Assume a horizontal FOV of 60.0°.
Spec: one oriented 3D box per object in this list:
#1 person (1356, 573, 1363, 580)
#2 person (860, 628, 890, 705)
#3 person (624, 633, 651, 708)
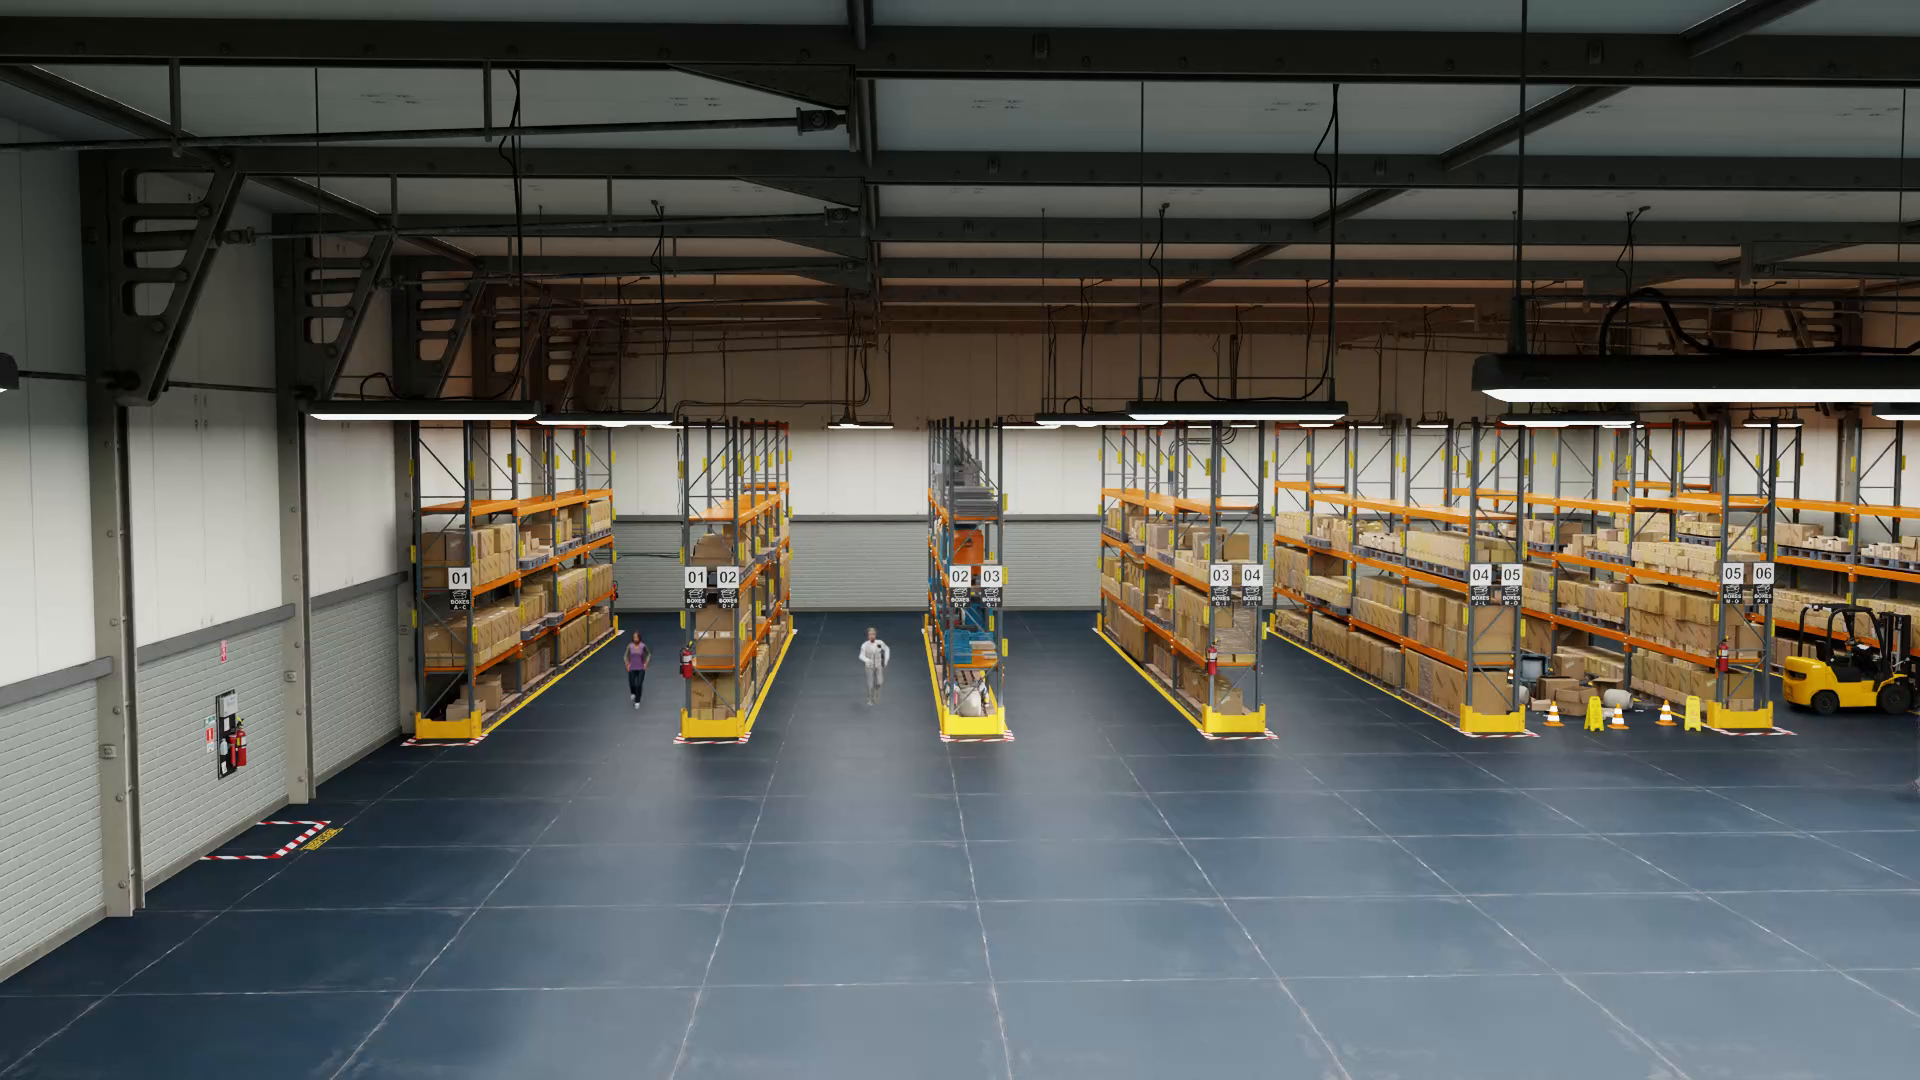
[{"bbox_3d":[11.231,1.819,46.863,0.563,1.732,0.839,-1,4,-8],"label":"person"},{"bbox_3d":[-1.757,2.627,34.462,0.626,1.648,0.786,-1,4,-8],"label":"person"},{"bbox_3d":[-6.686,2.700,34.492,0.554,1.567,0.538,-1,4,-8],"label":"person"}]
